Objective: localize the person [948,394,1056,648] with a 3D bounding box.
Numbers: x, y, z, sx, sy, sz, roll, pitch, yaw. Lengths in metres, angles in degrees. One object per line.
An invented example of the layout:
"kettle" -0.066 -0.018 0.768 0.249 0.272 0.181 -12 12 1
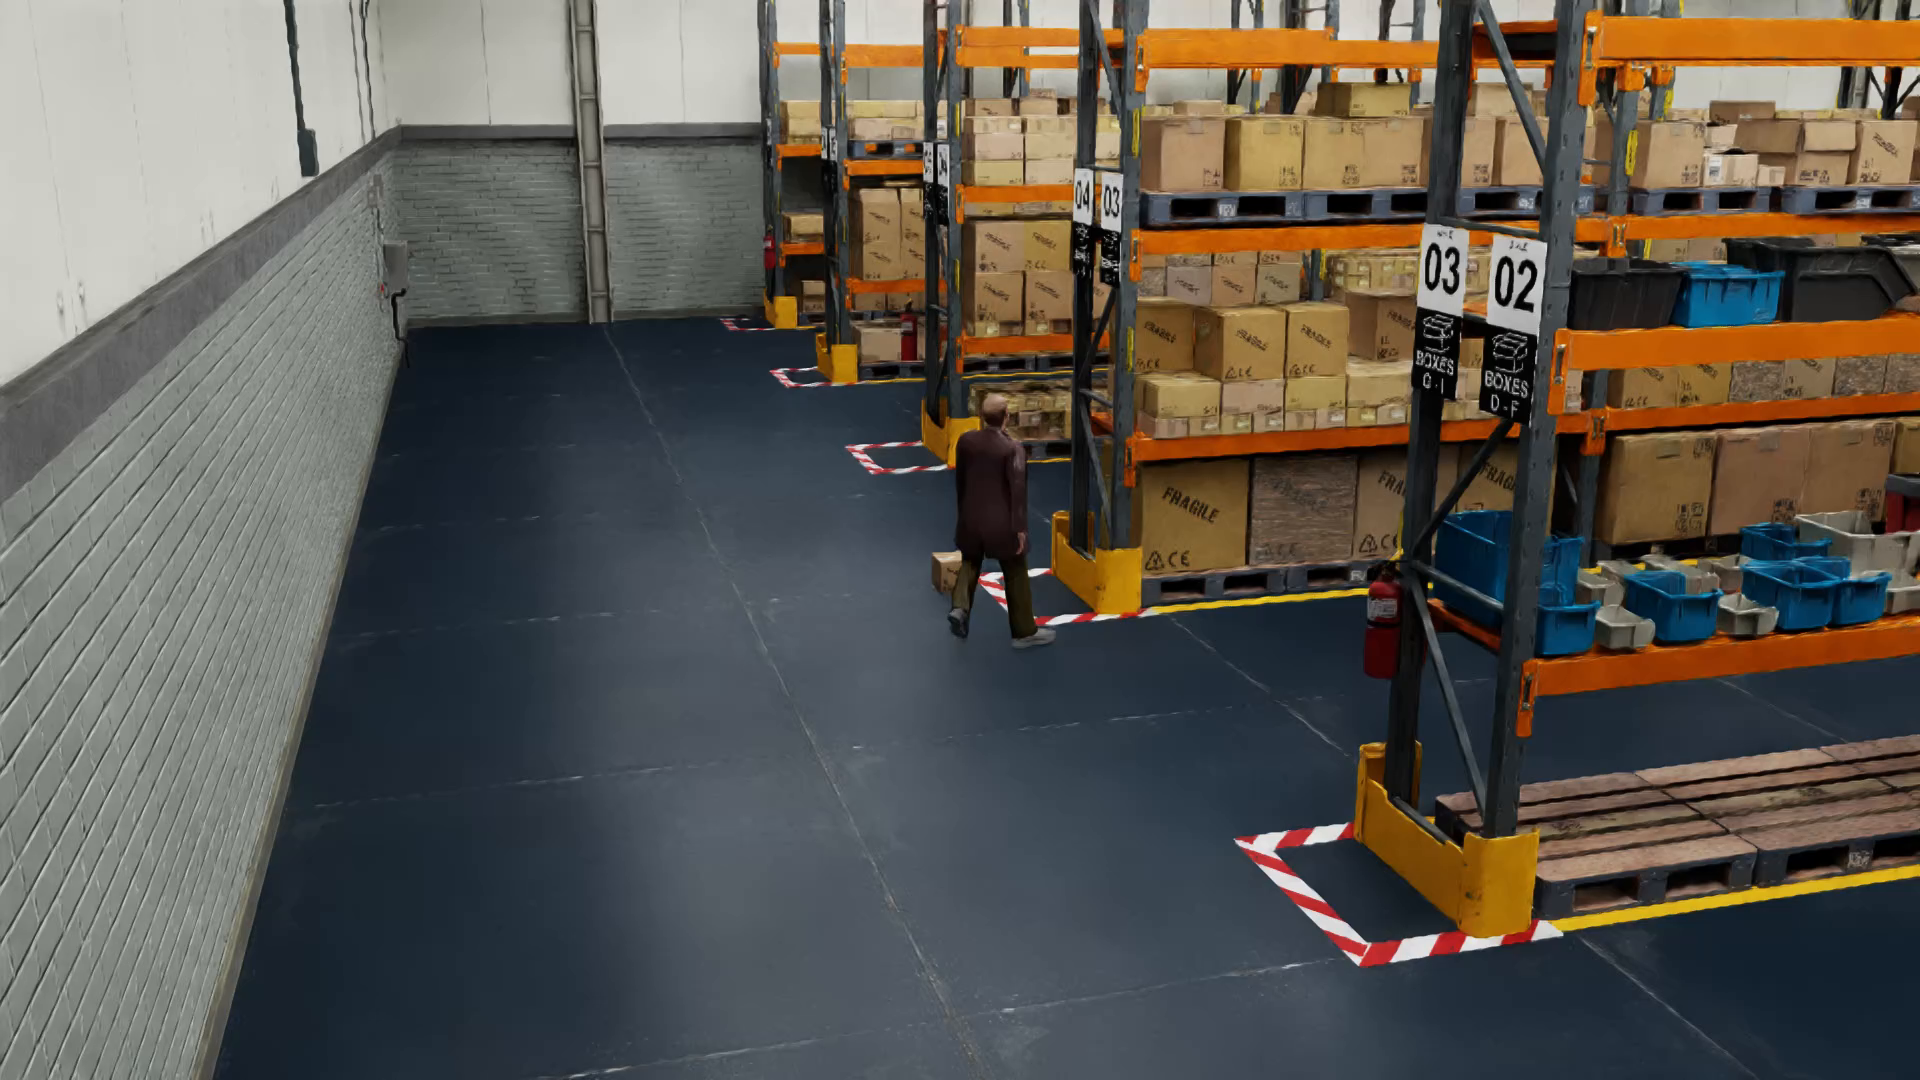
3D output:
"person" 0.227 -0.117 11.401 0.700 1.771 0.679 9 18 28
